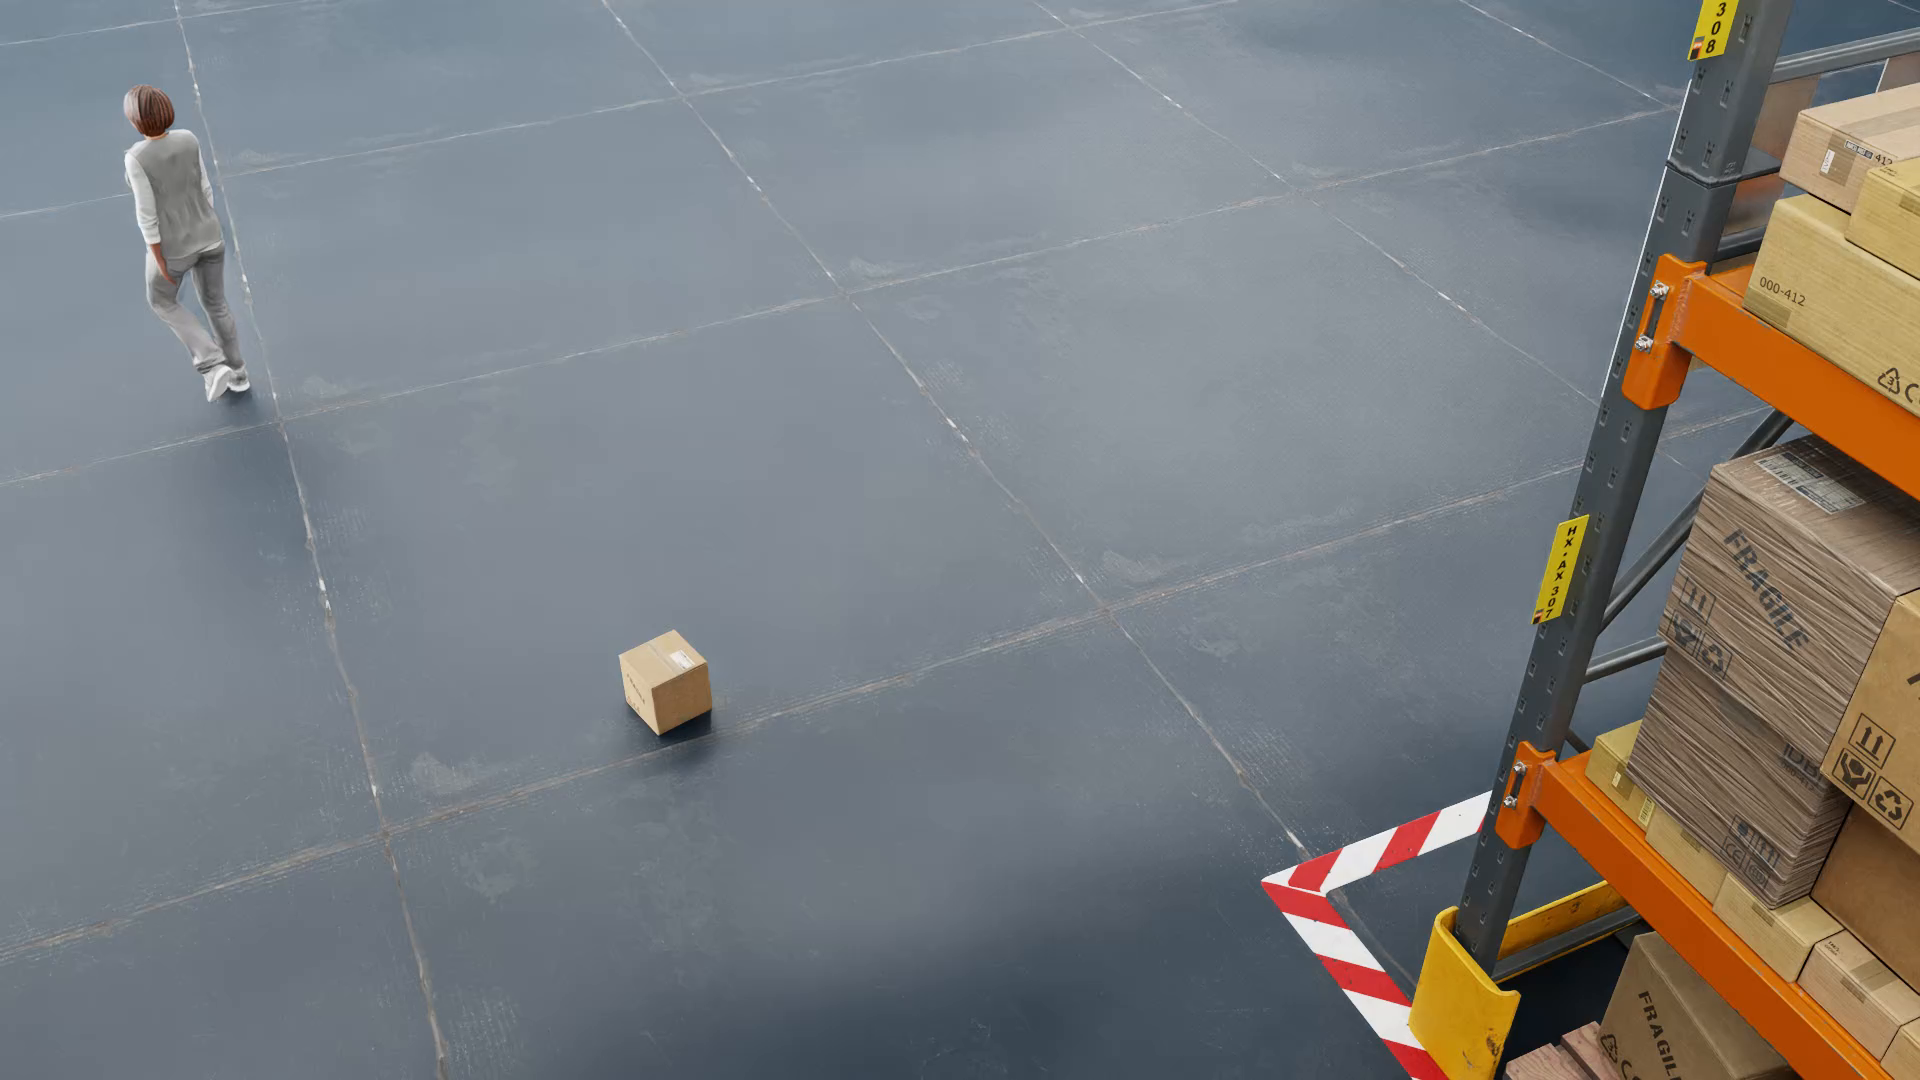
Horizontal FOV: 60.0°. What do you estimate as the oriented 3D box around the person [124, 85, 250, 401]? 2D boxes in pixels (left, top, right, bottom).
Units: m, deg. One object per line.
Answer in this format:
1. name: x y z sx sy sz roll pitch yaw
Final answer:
1. person: -3.698 -1.406 7.932 0.410 1.590 0.412 25 44 29
